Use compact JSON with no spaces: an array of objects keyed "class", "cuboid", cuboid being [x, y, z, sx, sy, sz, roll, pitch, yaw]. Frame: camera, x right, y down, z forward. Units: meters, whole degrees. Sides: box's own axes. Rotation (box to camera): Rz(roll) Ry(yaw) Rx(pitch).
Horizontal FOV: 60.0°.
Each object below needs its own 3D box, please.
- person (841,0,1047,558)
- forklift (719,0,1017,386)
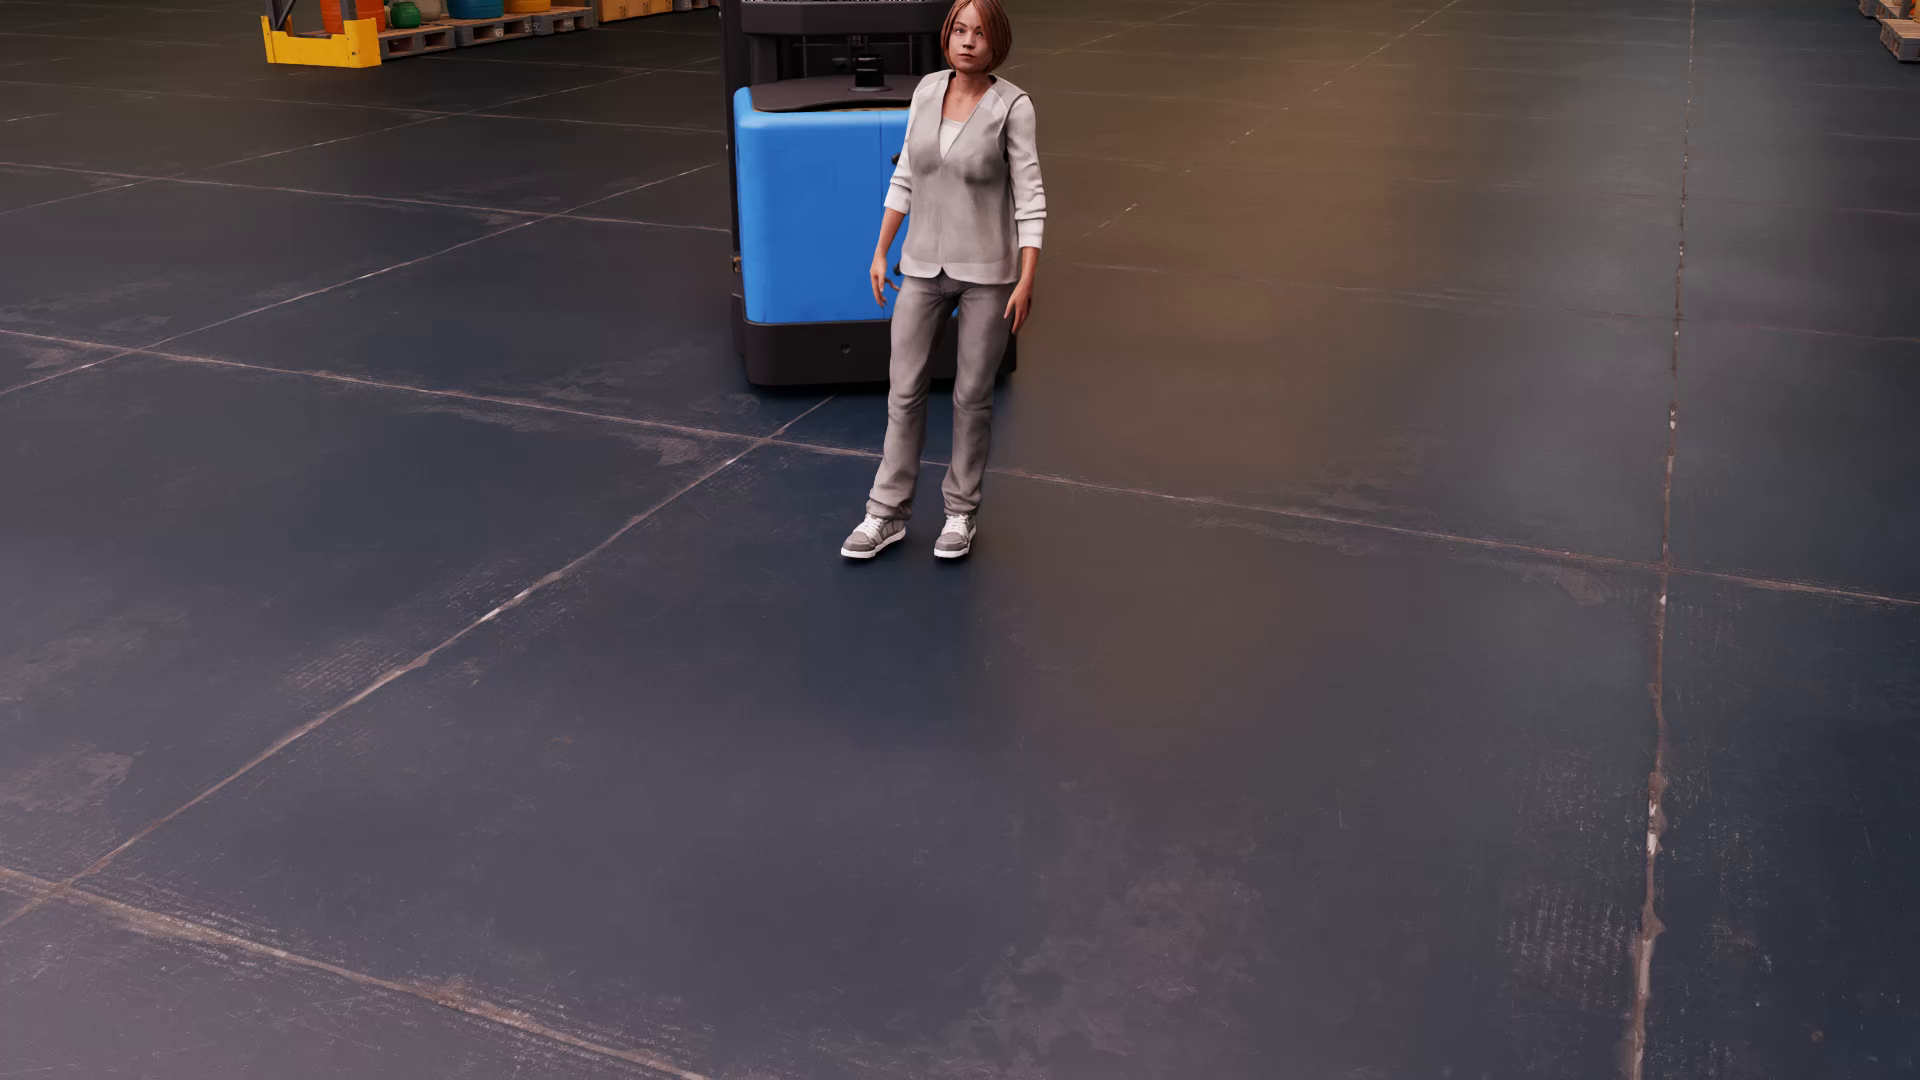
[{"class":"person","cuboid":[-0.041,-0.719,4.725,0.521,1.596,0.475,9,24,21]},{"class":"forklift","cuboid":[-0.504,-2.471,7.204,1.130,2.935,3.031,-3,23,-8]}]
